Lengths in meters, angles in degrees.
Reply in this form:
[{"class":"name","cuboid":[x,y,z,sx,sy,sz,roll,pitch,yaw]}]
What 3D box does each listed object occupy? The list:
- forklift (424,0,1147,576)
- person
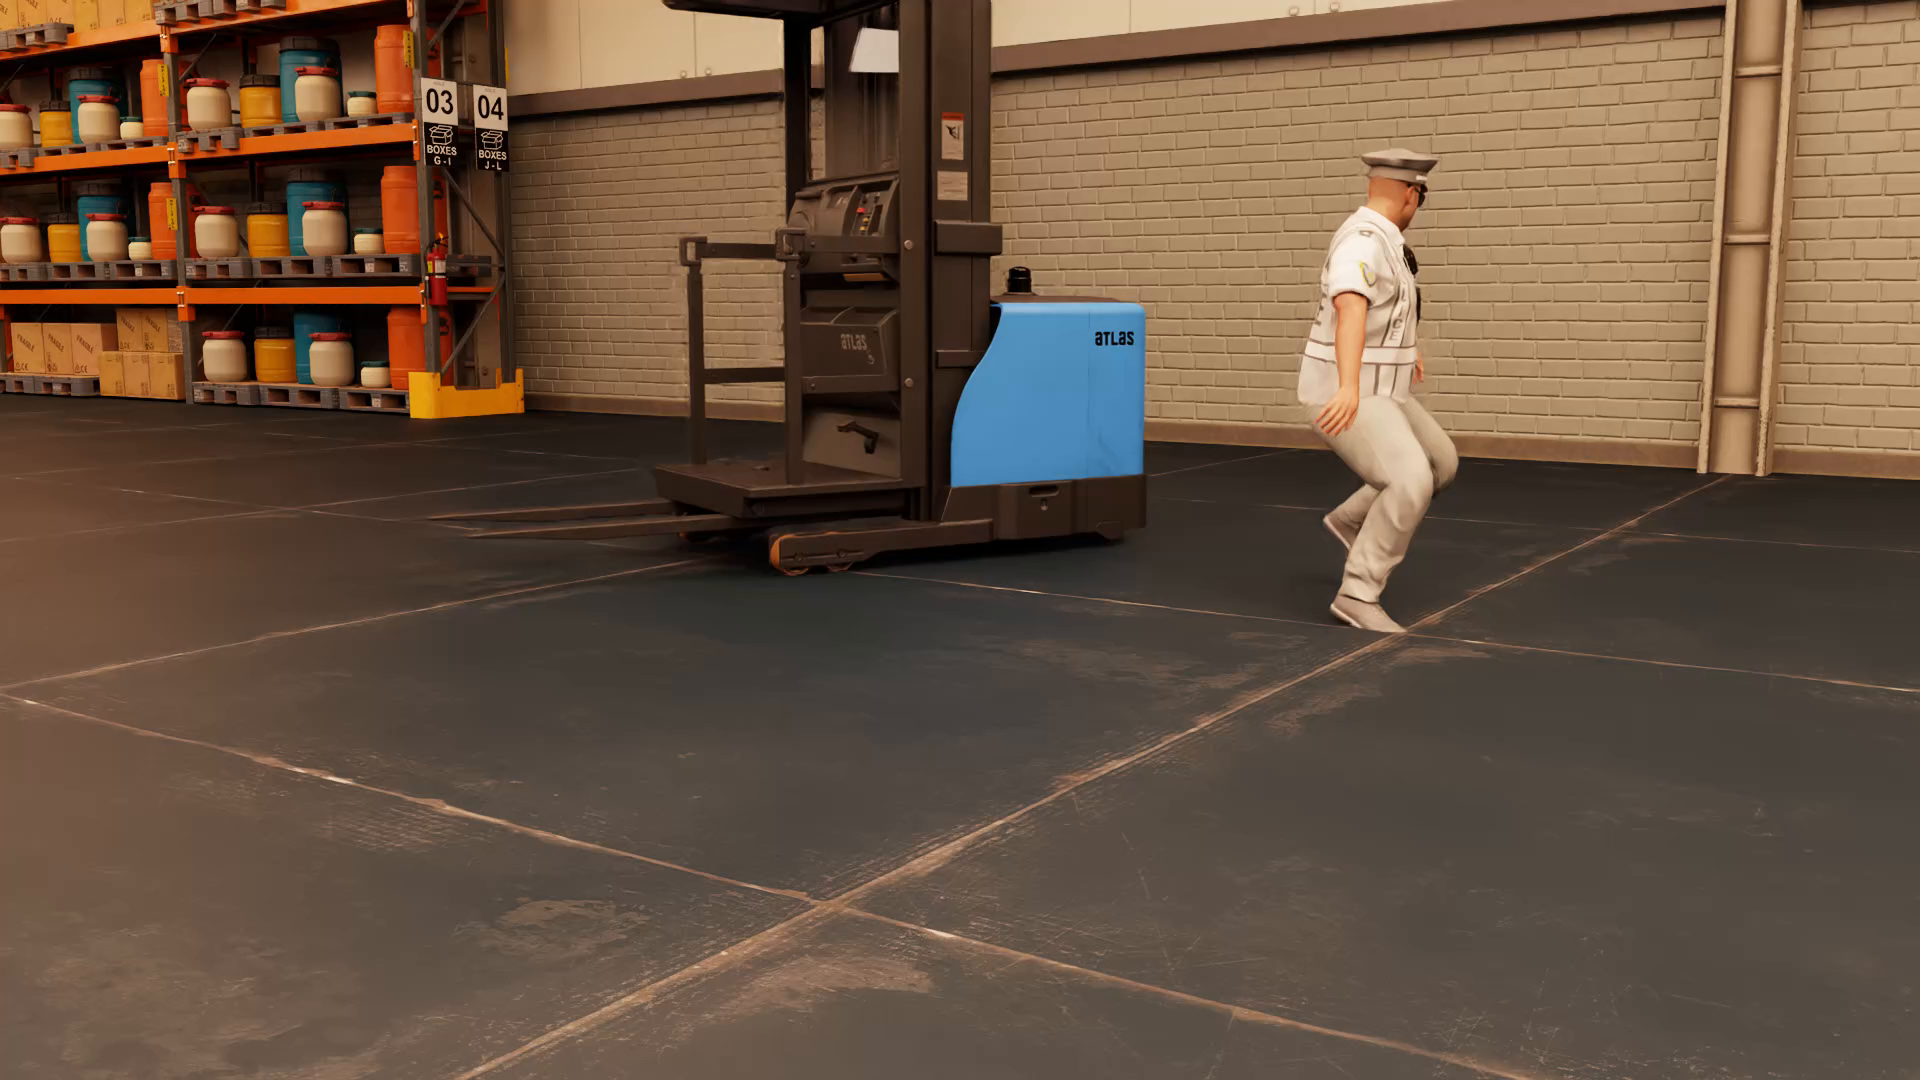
[{"class":"forklift","cuboid":[-0.685,-1.393,6.990,3.031,2.935,1.130,-5,9,-31]},{"class":"person","cuboid":[1.420,-0.510,5.732,0.508,1.643,1.141,4,9,24]}]
